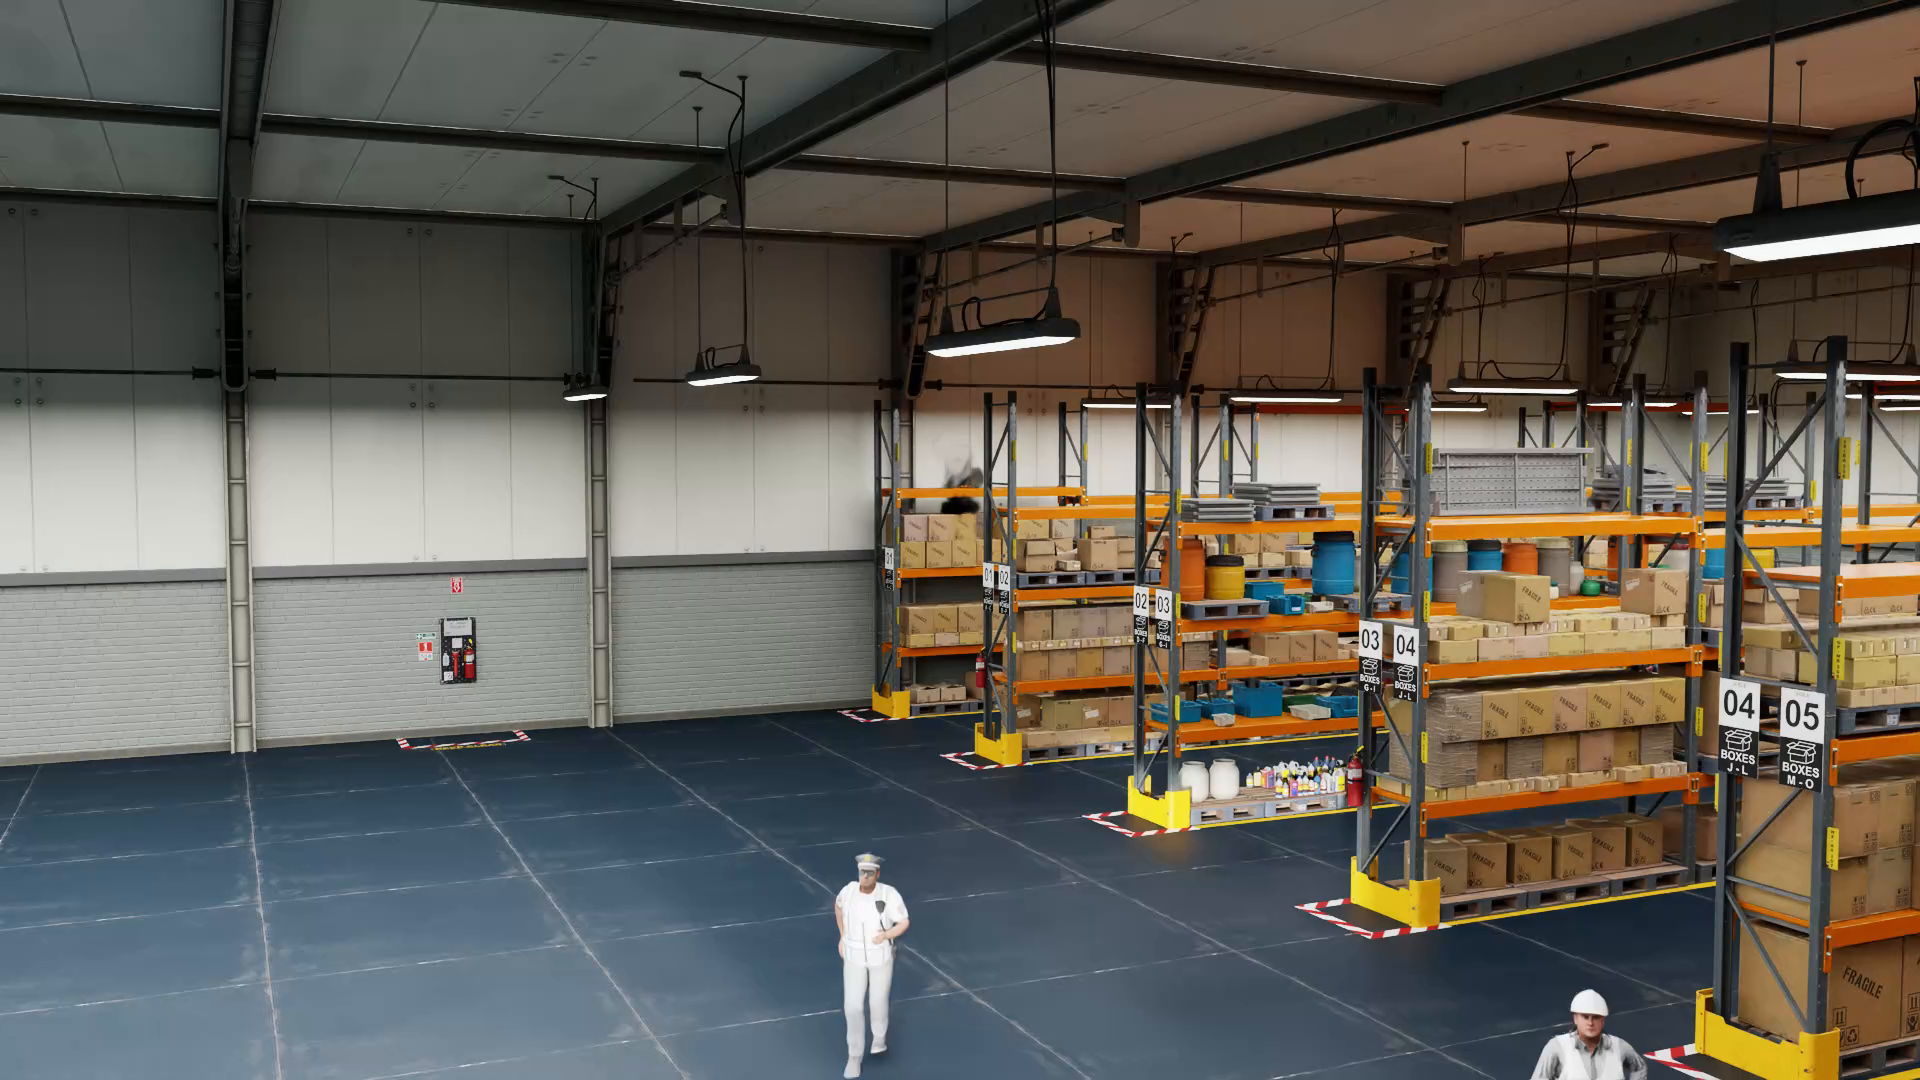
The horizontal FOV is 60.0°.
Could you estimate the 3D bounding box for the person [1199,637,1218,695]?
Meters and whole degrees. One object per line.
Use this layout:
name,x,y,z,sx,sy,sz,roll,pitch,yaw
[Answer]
person,4.714,2.593,31.080,0.545,1.542,0.536,-2,4,-37

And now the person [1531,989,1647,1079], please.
person,3.872,3.678,10.255,0.683,1.839,0.767,1,4,19

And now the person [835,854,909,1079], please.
person,-0.737,3.492,13.772,0.643,1.853,0.786,0,3,2
